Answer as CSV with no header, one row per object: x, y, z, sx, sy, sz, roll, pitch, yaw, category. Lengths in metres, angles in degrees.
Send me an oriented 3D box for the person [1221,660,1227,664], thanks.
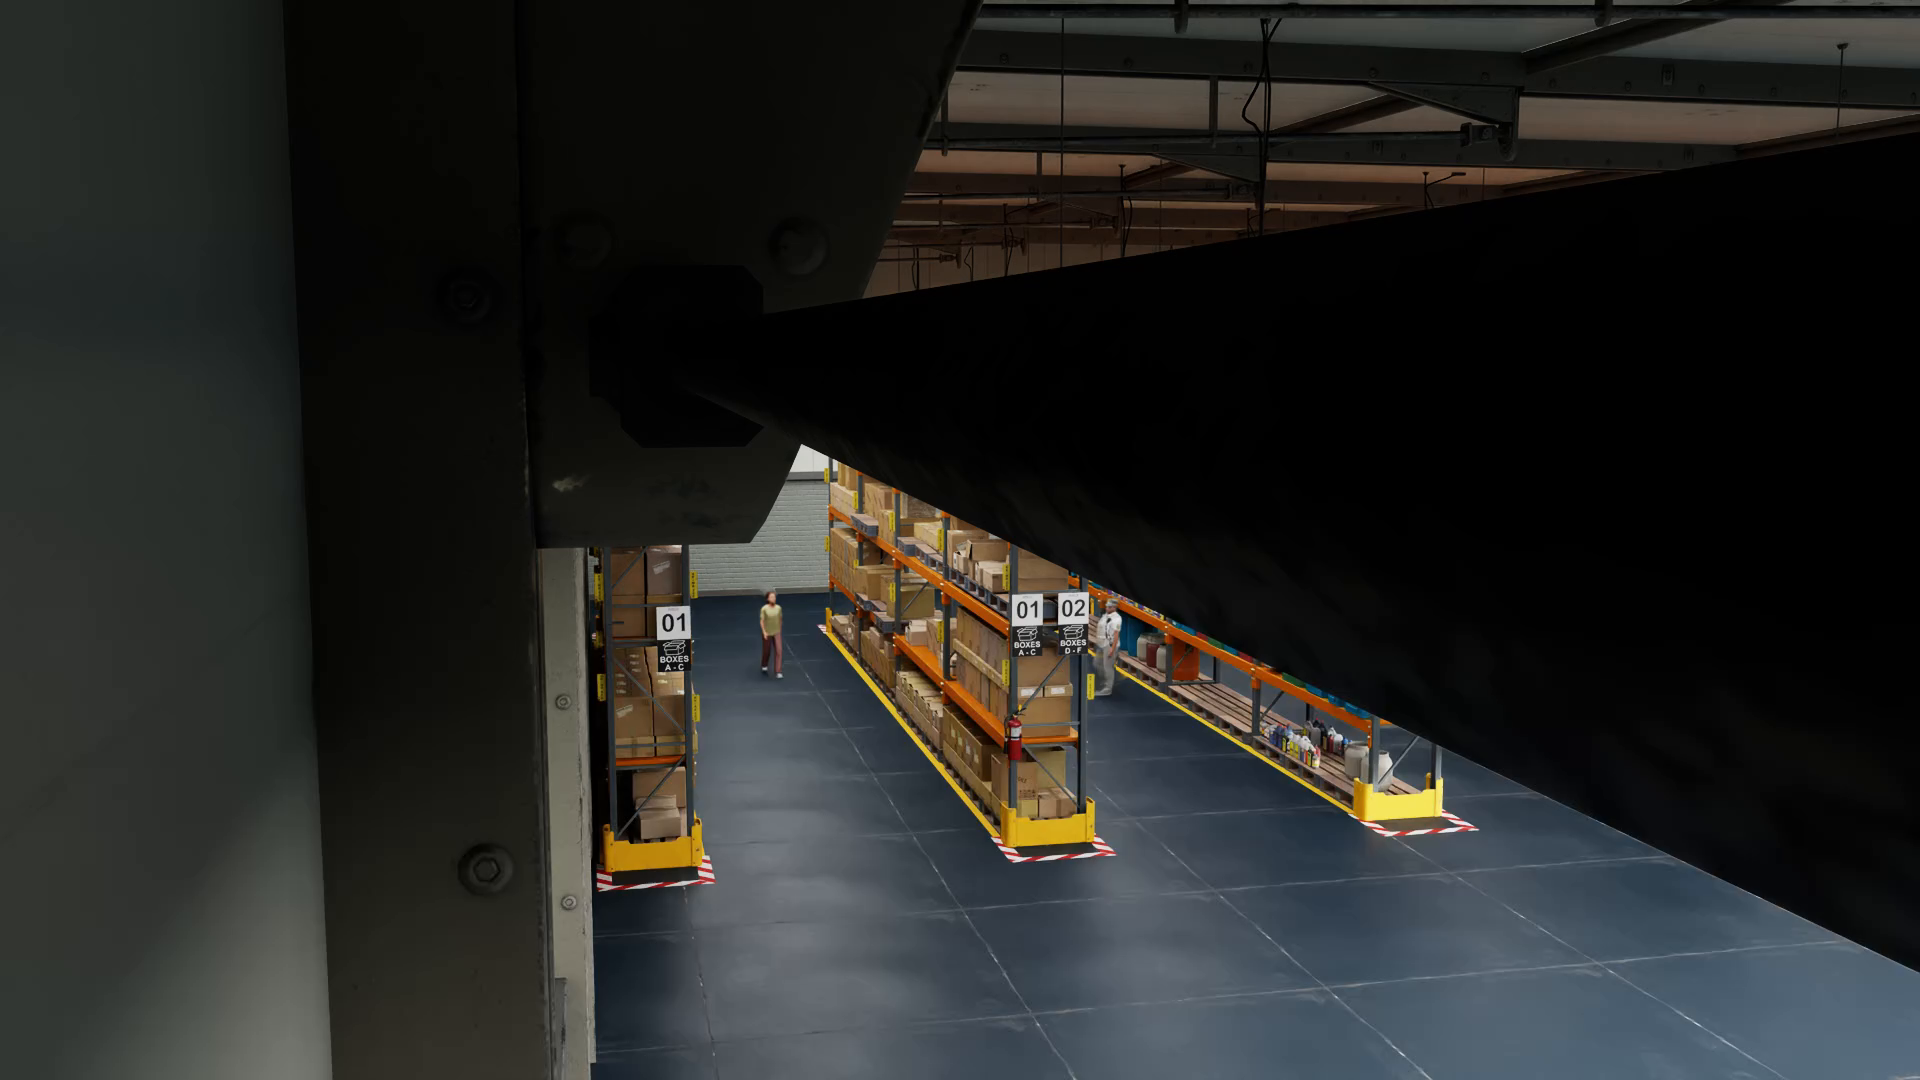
5.297,1.569,33.258,0.583,1.804,0.937,-1,7,-12,person

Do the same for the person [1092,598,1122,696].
2.622,1.941,29.927,0.476,1.816,0.620,-3,7,-21,person

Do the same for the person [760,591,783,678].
-3.571,1.779,31.584,0.464,1.624,0.978,-2,7,-18,person
